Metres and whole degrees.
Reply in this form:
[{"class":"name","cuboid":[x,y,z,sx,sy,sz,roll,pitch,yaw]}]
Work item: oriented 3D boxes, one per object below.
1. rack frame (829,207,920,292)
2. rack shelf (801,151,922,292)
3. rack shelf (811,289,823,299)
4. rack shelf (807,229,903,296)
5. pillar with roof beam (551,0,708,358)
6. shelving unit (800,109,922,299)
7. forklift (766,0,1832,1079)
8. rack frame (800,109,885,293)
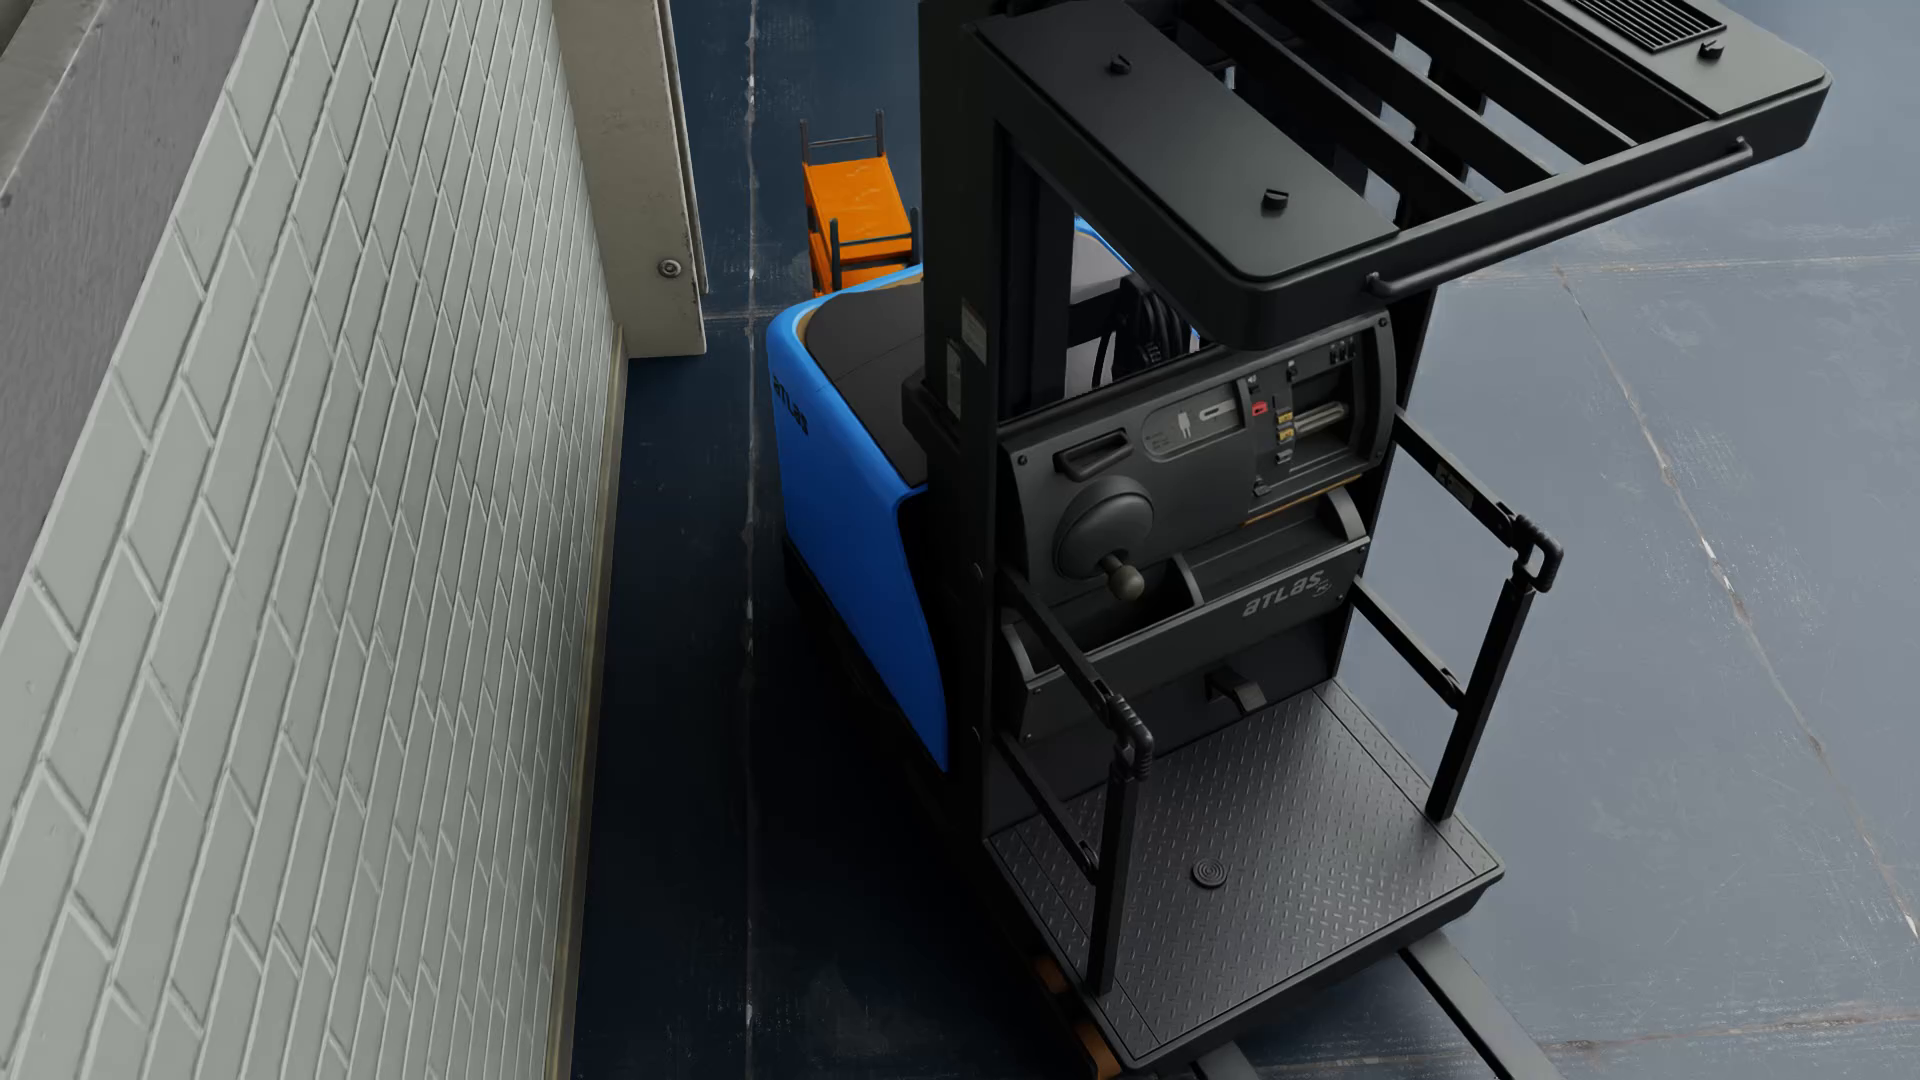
[{"class":"rack frame","cuboid":[-0.228,-0.453,4.852,0.240,1.200,0.015,-10,47,-9]},{"class":"rack shelf","cuboid":[-0.283,-0.895,4.730,0.258,0.148,0.480,-10,47,-9]},{"class":"rack shelf","cuboid":[-0.283,-0.579,5.065,0.258,0.148,0.480,-10,47,-9]},{"class":"rack shelf","cuboid":[-0.283,-0.733,4.902,0.258,0.148,0.480,-10,47,-9]},{"class":"pillar with roof beam","cuboid":[3.222,-4.148,2.980,9.100,9.000,0.400,-3,47,-3]},{"class":"shelving unit","cuboid":[-0.283,-0.625,5.016,0.258,1.200,0.503,-10,47,-9]},{"class":"forklift","cuboid":[0.623,-0.086,3.313,1.130,2.935,3.031,-22,50,-19]},{"class":"rack frame","cuboid":[-0.338,-0.798,5.179,0.240,1.200,0.015,-10,47,-9]}]
